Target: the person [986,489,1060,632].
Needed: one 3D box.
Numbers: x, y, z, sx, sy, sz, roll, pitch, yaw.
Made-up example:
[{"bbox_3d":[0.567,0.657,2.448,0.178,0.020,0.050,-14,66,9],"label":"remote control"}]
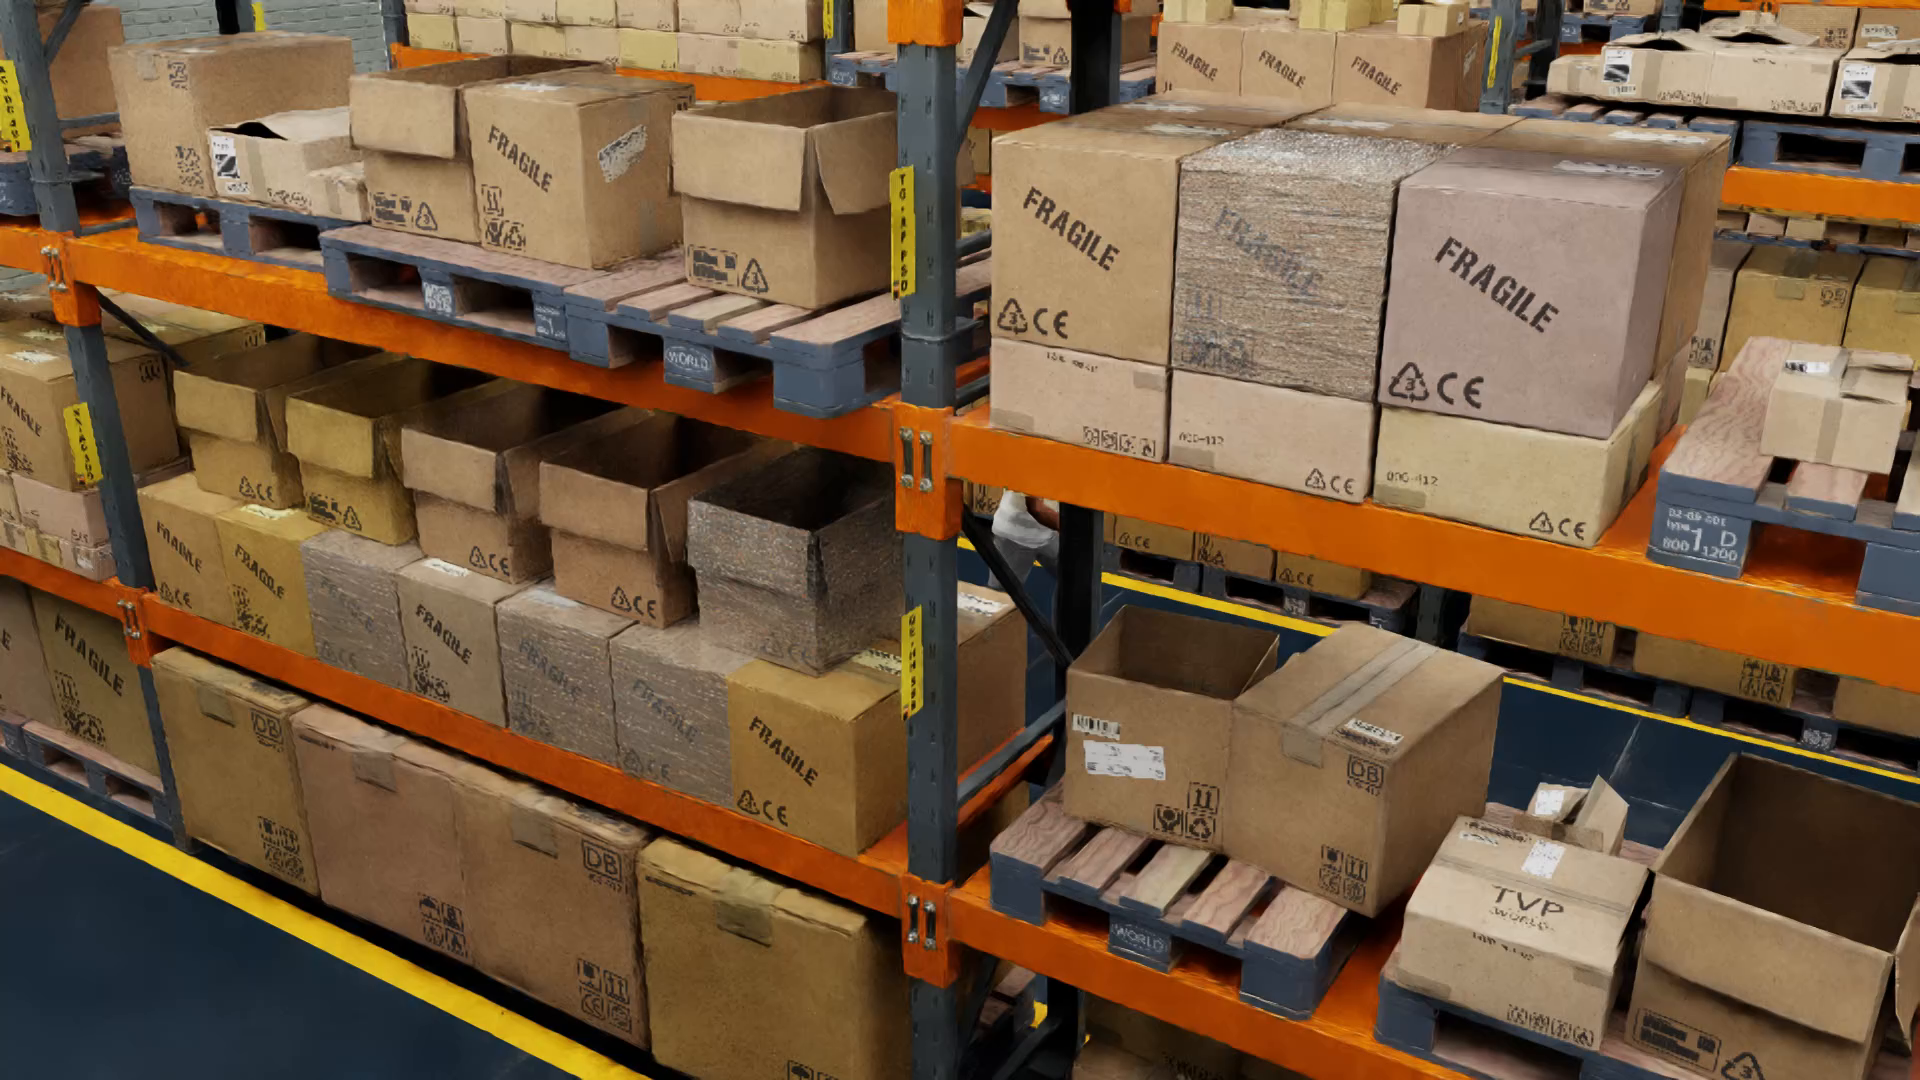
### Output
[{"bbox_3d":[0.380,-0.056,8.731,0.789,1.706,0.697,6,24,13],"label":"person"}]
